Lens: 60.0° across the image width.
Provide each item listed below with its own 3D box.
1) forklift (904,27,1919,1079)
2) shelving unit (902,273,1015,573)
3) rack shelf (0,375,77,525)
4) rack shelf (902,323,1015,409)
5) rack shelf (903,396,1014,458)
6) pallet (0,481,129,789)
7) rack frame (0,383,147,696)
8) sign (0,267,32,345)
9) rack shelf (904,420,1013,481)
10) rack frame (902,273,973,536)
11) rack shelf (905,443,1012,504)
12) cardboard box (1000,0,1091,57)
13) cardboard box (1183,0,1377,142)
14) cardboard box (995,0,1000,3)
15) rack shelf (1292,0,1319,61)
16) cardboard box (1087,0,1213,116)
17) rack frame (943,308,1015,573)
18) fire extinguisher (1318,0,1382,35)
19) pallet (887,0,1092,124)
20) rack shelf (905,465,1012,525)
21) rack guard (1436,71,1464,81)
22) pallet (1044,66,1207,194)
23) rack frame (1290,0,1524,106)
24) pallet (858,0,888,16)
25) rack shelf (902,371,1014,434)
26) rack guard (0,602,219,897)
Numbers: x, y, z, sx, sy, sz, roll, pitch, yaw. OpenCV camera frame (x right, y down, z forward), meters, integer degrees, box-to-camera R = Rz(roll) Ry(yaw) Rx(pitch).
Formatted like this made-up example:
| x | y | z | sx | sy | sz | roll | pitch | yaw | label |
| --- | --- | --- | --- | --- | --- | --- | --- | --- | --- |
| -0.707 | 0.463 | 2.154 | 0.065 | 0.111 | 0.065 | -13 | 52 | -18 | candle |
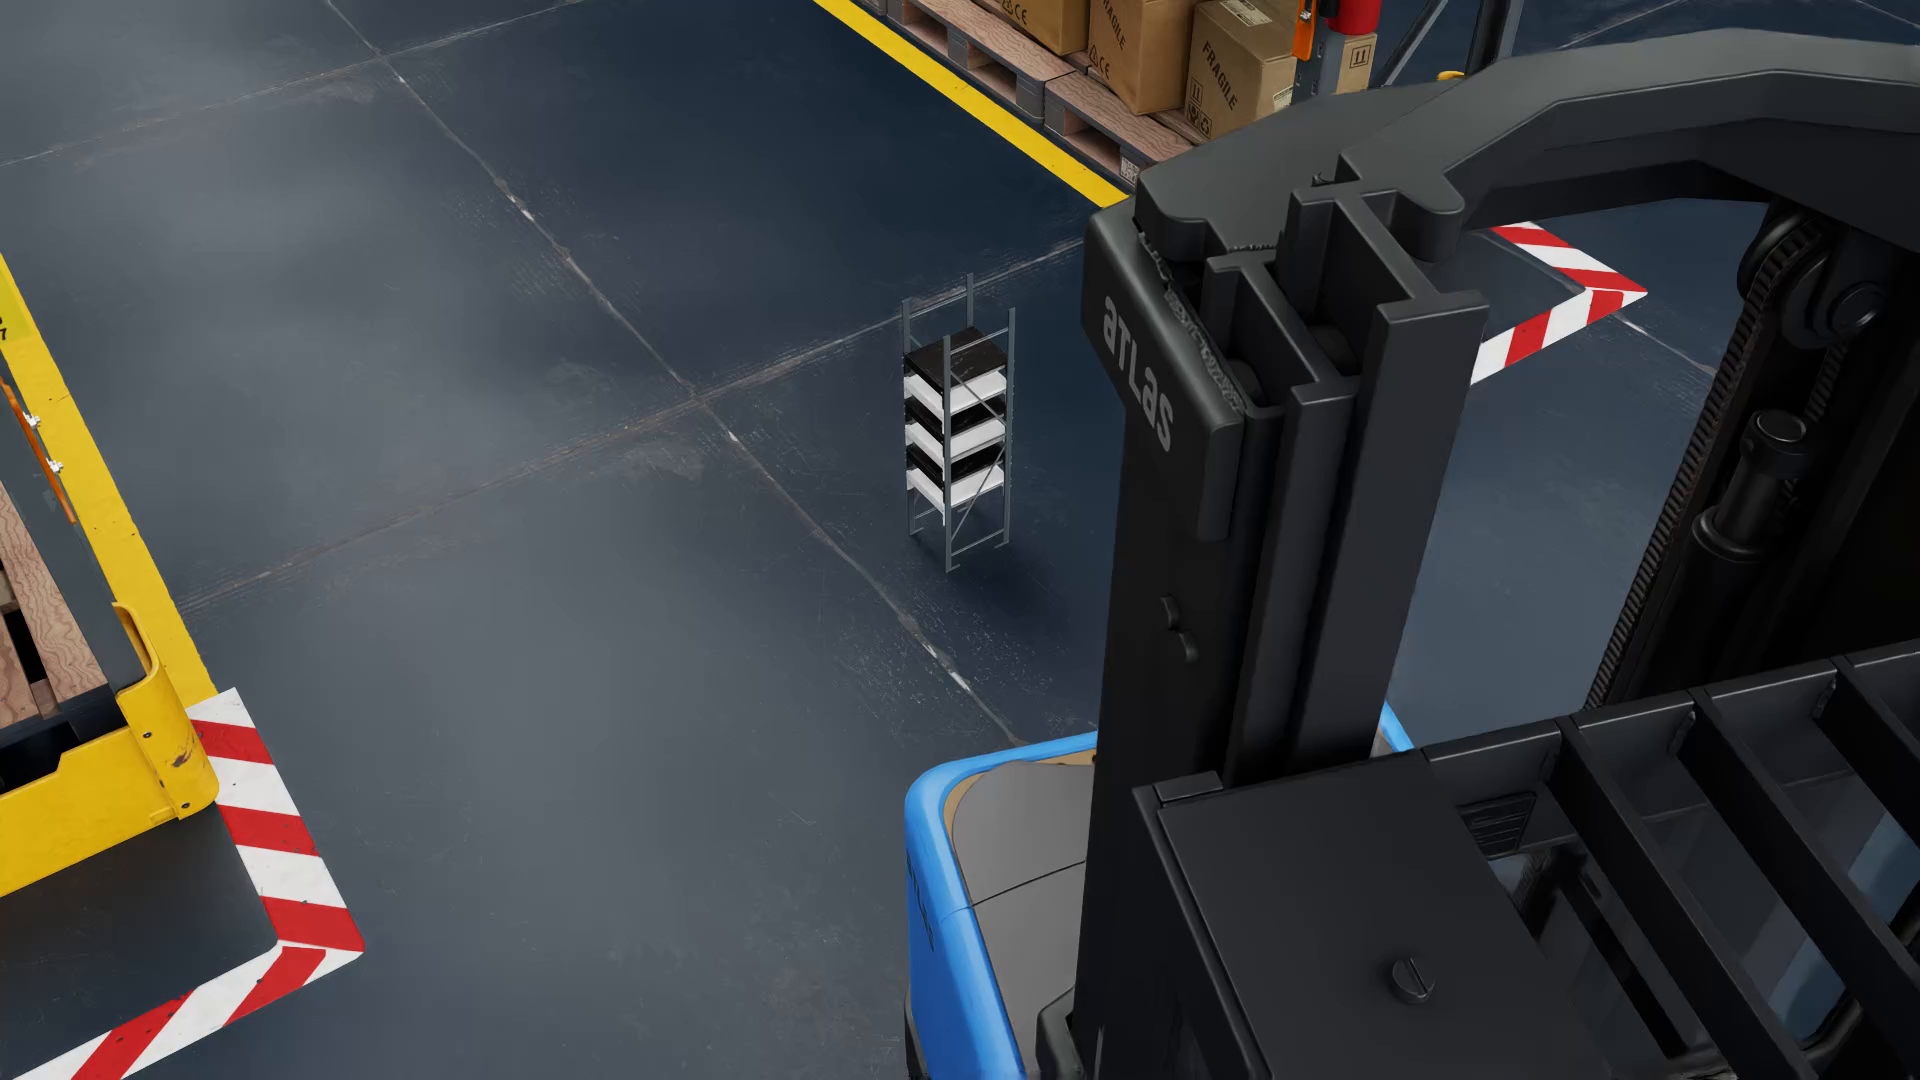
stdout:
| x | y | z | sx | sy | sz | roll | pitch | yaw | label |
| --- | --- | --- | --- | --- | --- | --- | --- | --- | --- |
| 0.748 | 1.063 | 2.014 | 1.130 | 2.935 | 3.031 | -10 | 45 | -11 | forklift |
| -0.005 | -0.330 | 4.944 | 0.258 | 0.900 | 0.210 | -26 | 49 | -24 | shelving unit |
| -3.633 | -1.098 | 4.749 | 1.077 | 0.370 | 4.000 | -26 | 49 | -24 | rack shelf |
| -0.005 | -0.501 | 4.781 | 0.258 | 0.077 | 0.200 | -26 | 49 | -24 | rack shelf |
| -0.005 | -0.371 | 4.905 | 0.258 | 0.077 | 0.200 | -26 | 49 | -24 | rack shelf |
| -3.032 | 0.296 | 4.787 | 1.003 | 0.211 | 1.213 | -26 | 49 | -24 | pallet |
| -2.489 | -0.226 | 3.314 | 1.000 | 3.000 | 0.127 | -26 | 49 | -24 | rack frame |
| -2.036 | -0.541 | 3.443 | 0.100 | 0.325 | 0.005 | -26 | 49 | -24 | sign |
| -0.005 | -0.306 | 4.967 | 0.258 | 0.077 | 0.200 | -26 | 49 | -24 | rack shelf |
| -0.063 | -0.388 | 5.004 | 0.240 | 0.900 | 0.006 | -26 | 49 | -24 | rack frame |
| -0.005 | -0.241 | 5.029 | 0.258 | 0.077 | 0.200 | -26 | 49 | -24 | rack shelf |
| 0.517 | -2.477 | 7.179 | 0.500 | 0.500 | 0.500 | -21 | 48 | -21 | cardboard box |
| 1.230 | -1.790 | 6.459 | 0.500 | 0.500 | 0.500 | -17 | 46 | -17 | cardboard box |
| 0.234 | -2.811 | 7.528 | 0.500 | 0.500 | 0.500 | -30 | 51 | -28 | cardboard box |
| 0.429 | -3.055 | 6.798 | 1.077 | 0.370 | 4.000 | -26 | 49 | -24 | rack shelf |
| 0.860 | -2.115 | 6.800 | 0.500 | 0.500 | 0.500 | -14 | 45 | -14 | cardboard box |
| 0.054 | -0.273 | 4.884 | 0.240 | 0.900 | 0.006 | -26 | 49 | -24 | rack frame |
| 1.261 | -1.907 | 5.132 | 0.296 | 0.674 | 0.183 | -26 | 49 | -24 | fire extinguisher |
| 0.400 | -2.381 | 7.591 | 1.003 | 0.211 | 1.213 | -26 | 49 | -24 | pallet |
| -0.005 | -0.176 | 5.091 | 0.258 | 0.077 | 0.200 | -26 | 49 | -24 | rack shelf |
| 1.530 | -1.321 | 6.272 | 1.175 | 0.500 | 0.348 | -26 | 49 | -24 | rack guard |
| 1.094 | -1.691 | 6.868 | 1.003 | 0.211 | 1.213 | -26 | 49 | -24 | pallet |
| 1.573 | -2.182 | 5.364 | 1.000 | 3.000 | 0.127 | -26 | 49 | -24 | rack frame |
| -0.302 | -3.073 | 8.316 | 1.003 | 0.211 | 1.213 | -26 | 49 | -24 | pallet |
| -0.005 | -0.436 | 4.843 | 0.258 | 0.077 | 0.200 | -26 | 49 | -24 | rack shelf |
| -2.571 | 0.654 | 4.203 | 1.175 | 0.500 | 0.348 | -26 | 49 | -24 | rack guard |
